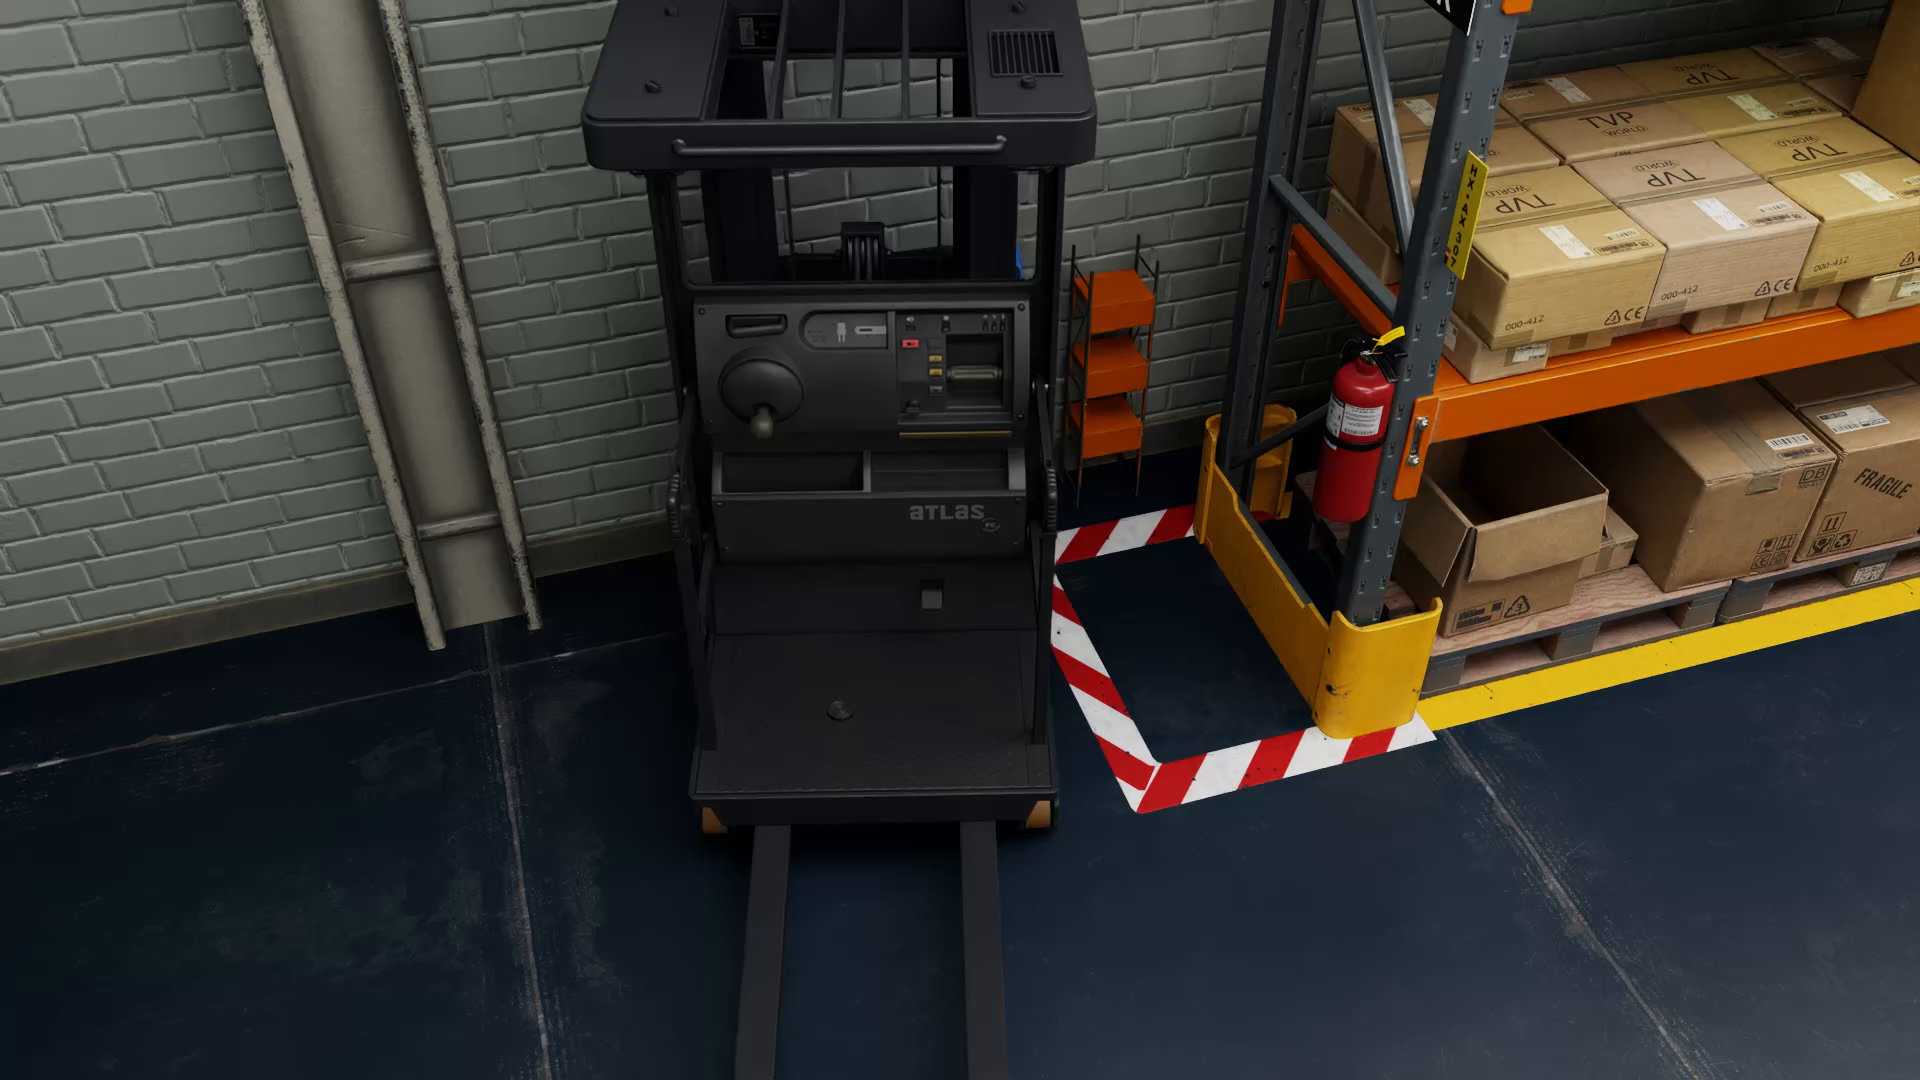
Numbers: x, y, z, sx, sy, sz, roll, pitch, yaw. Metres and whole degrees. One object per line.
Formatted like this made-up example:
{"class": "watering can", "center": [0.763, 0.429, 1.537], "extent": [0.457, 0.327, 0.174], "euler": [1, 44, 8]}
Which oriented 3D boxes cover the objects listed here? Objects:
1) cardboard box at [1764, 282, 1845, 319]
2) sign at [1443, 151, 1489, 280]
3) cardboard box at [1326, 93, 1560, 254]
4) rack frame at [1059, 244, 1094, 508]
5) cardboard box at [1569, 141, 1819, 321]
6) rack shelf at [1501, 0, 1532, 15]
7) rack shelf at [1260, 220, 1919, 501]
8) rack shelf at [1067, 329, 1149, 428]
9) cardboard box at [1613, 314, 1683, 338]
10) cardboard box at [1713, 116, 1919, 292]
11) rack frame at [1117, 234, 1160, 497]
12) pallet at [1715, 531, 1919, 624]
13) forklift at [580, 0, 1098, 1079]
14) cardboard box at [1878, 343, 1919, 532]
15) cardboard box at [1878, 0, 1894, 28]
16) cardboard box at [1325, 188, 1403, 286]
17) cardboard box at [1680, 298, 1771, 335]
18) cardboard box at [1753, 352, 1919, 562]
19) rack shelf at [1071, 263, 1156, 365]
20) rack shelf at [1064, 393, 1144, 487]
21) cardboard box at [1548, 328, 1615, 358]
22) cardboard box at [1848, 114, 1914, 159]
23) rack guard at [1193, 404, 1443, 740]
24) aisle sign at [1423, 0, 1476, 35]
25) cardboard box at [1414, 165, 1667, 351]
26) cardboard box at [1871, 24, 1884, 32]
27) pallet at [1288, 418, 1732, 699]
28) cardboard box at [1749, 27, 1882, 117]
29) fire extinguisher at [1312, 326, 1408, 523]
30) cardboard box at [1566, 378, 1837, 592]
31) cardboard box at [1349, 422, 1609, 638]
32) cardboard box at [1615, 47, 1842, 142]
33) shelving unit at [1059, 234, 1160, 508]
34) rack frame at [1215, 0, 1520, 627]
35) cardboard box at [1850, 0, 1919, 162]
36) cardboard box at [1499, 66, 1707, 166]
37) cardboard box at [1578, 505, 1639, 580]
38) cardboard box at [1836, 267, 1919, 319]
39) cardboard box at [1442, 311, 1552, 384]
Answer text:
{"class": "cardboard box", "center": [2.507, -0.864, 5.150], "extent": [0.250, 0.149, 0.380], "euler": [-11, 42, -12]}
{"class": "sign", "center": [1.294, -0.830, 4.263], "extent": [0.005, 0.325, 0.100], "euler": [-12, 42, -13]}
{"class": "cardboard box", "center": [1.490, -1.158, 5.183], "extent": [0.500, 0.250, 0.500], "euler": [-11, 42, -12]}
{"class": "rack frame", "center": [0.424, -0.582, 6.116], "extent": [0.008, 1.050, 0.200], "euler": [-11, 42, -13]}
{"class": "cardboard box", "center": [2.126, -0.921, 4.912], "extent": [0.500, 0.250, 0.500], "euler": [-11, 42, -13]}
{"class": "rack shelf", "center": [3.039, -2.099, 4.639], "extent": [4.000, 0.370, 1.077], "euler": [-12, 42, -13]}
{"class": "rack shelf", "center": [3.039, -0.969, 5.626], "extent": [4.000, 0.370, 1.077], "euler": [-12, 42, -13]}
{"class": "rack shelf", "center": [0.541, -0.596, 6.150], "extent": [0.240, 0.259, 0.215], "euler": [-11, 42, -13]}
{"class": "cardboard box", "center": [1.996, -0.796, 5.072], "extent": [0.250, 0.149, 0.380], "euler": [-12, 43, -14]}
{"class": "cardboard box", "center": [2.608, -1.023, 5.029], "extent": [0.500, 0.250, 0.500], "euler": [-12, 43, -14]}
{"class": "rack frame", "center": [0.658, -0.627, 6.170], "extent": [0.008, 1.050, 0.200], "euler": [-11, 42, -13]}
{"class": "pallet", "center": [3.125, -0.206, 6.326], "extent": [1.213, 0.211, 1.003], "euler": [-12, 42, -13]}
{"class": "forklift", "center": [-0.263, -0.401, 4.482], "extent": [1.130, 2.935, 3.031], "euler": [-1, 41, -1]}
{"class": "cardboard box", "center": [3.560, -0.473, 6.092], "extent": [0.500, 0.500, 0.700], "euler": [-13, 43, -15]}
{"class": "cardboard box", "center": [3.446, -1.846, 5.401], "extent": [0.500, 0.500, 0.500], "euler": [-13, 43, -14]}
{"class": "cardboard box", "center": [1.367, -0.984, 5.288], "extent": [0.250, 0.149, 0.380], "euler": [-12, 43, -14]}
{"class": "cardboard box", "center": [2.256, -0.808, 5.085], "extent": [0.250, 0.149, 0.380], "euler": [-10, 42, -12]}
{"class": "cardboard box", "center": [3.104, -0.309, 5.905], "extent": [0.500, 0.500, 0.500], "euler": [-11, 42, -12]}
{"class": "rack shelf", "center": [0.542, -0.810, 5.963], "extent": [0.240, 0.259, 0.215], "euler": [-11, 42, -13]}
{"class": "rack shelf", "center": [0.540, -0.387, 6.332], "extent": [0.240, 0.259, 0.215], "euler": [-11, 42, -13]}
{"class": "cardboard box", "center": [1.756, -0.722, 4.988], "extent": [0.250, 0.149, 0.380], "euler": [-11, 42, -12]}
{"class": "cardboard box", "center": [3.090, -1.137, 5.160], "extent": [0.500, 0.250, 0.500], "euler": [-13, 43, -14]}
{"class": "rack guard", "center": [1.204, 0.082, 5.777], "extent": [0.348, 0.500, 1.175], "euler": [-12, 42, -13]}
{"class": "aisle sign", "center": [1.154, -1.626, 3.855], "extent": [0.004, 0.787, 0.394], "euler": [-12, 42, -13]}
{"class": "cardboard box", "center": [1.645, -0.821, 4.798], "extent": [0.500, 0.250, 0.500], "euler": [-11, 42, -13]}
{"class": "cardboard box", "center": [3.424, -1.558, 5.642], "extent": [0.500, 0.250, 0.500], "euler": [-11, 42, -12]}
{"class": "pallet", "center": [1.964, 0.032, 6.053], "extent": [1.213, 0.211, 1.003], "euler": [-12, 42, -13]}
{"class": "cardboard box", "center": [2.955, -1.457, 5.526], "extent": [0.500, 0.250, 0.500], "euler": [-12, 43, -13]}
{"class": "fire extinguisher", "center": [1.130, -0.356, 4.720], "extent": [0.183, 0.674, 0.296], "euler": [-12, 42, -13]}
{"class": "cardboard box", "center": [2.570, -0.268, 5.857], "extent": [0.500, 0.500, 0.700], "euler": [-10, 42, -11]}
{"class": "cardboard box", "center": [1.743, -0.124, 5.691], "extent": [0.637, 0.503, 0.797], "euler": [-13, 43, -15]}
{"class": "cardboard box", "center": [2.456, -1.354, 5.408], "extent": [0.500, 0.250, 0.500], "euler": [-10, 42, -12]}
{"class": "shelving unit", "center": [0.541, -0.604, 6.143], "extent": [0.252, 1.050, 0.215], "euler": [-11, 42, -13]}
{"class": "rack frame", "center": [1.131, -0.845, 4.937], "extent": [0.127, 3.000, 1.000], "euler": [-12, 42, -13]}
{"class": "cardboard box", "center": [3.075, -1.400, 4.891], "extent": [0.500, 0.500, 0.500], "euler": [-11, 42, -12]}
{"class": "cardboard box", "center": [1.982, -1.259, 5.299], "extent": [0.500, 0.250, 0.500], "euler": [-12, 42, -13]}
{"class": "cardboard box", "center": [2.160, -0.050, 5.875], "extent": [0.250, 0.149, 0.380], "euler": [-13, 43, -15]}
{"class": "cardboard box", "center": [2.771, -0.866, 5.153], "extent": [0.250, 0.149, 0.380], "euler": [-13, 43, -14]}
{"class": "cardboard box", "center": [1.527, -0.643, 4.897], "extent": [0.250, 0.149, 0.380], "euler": [-12, 43, -13]}
